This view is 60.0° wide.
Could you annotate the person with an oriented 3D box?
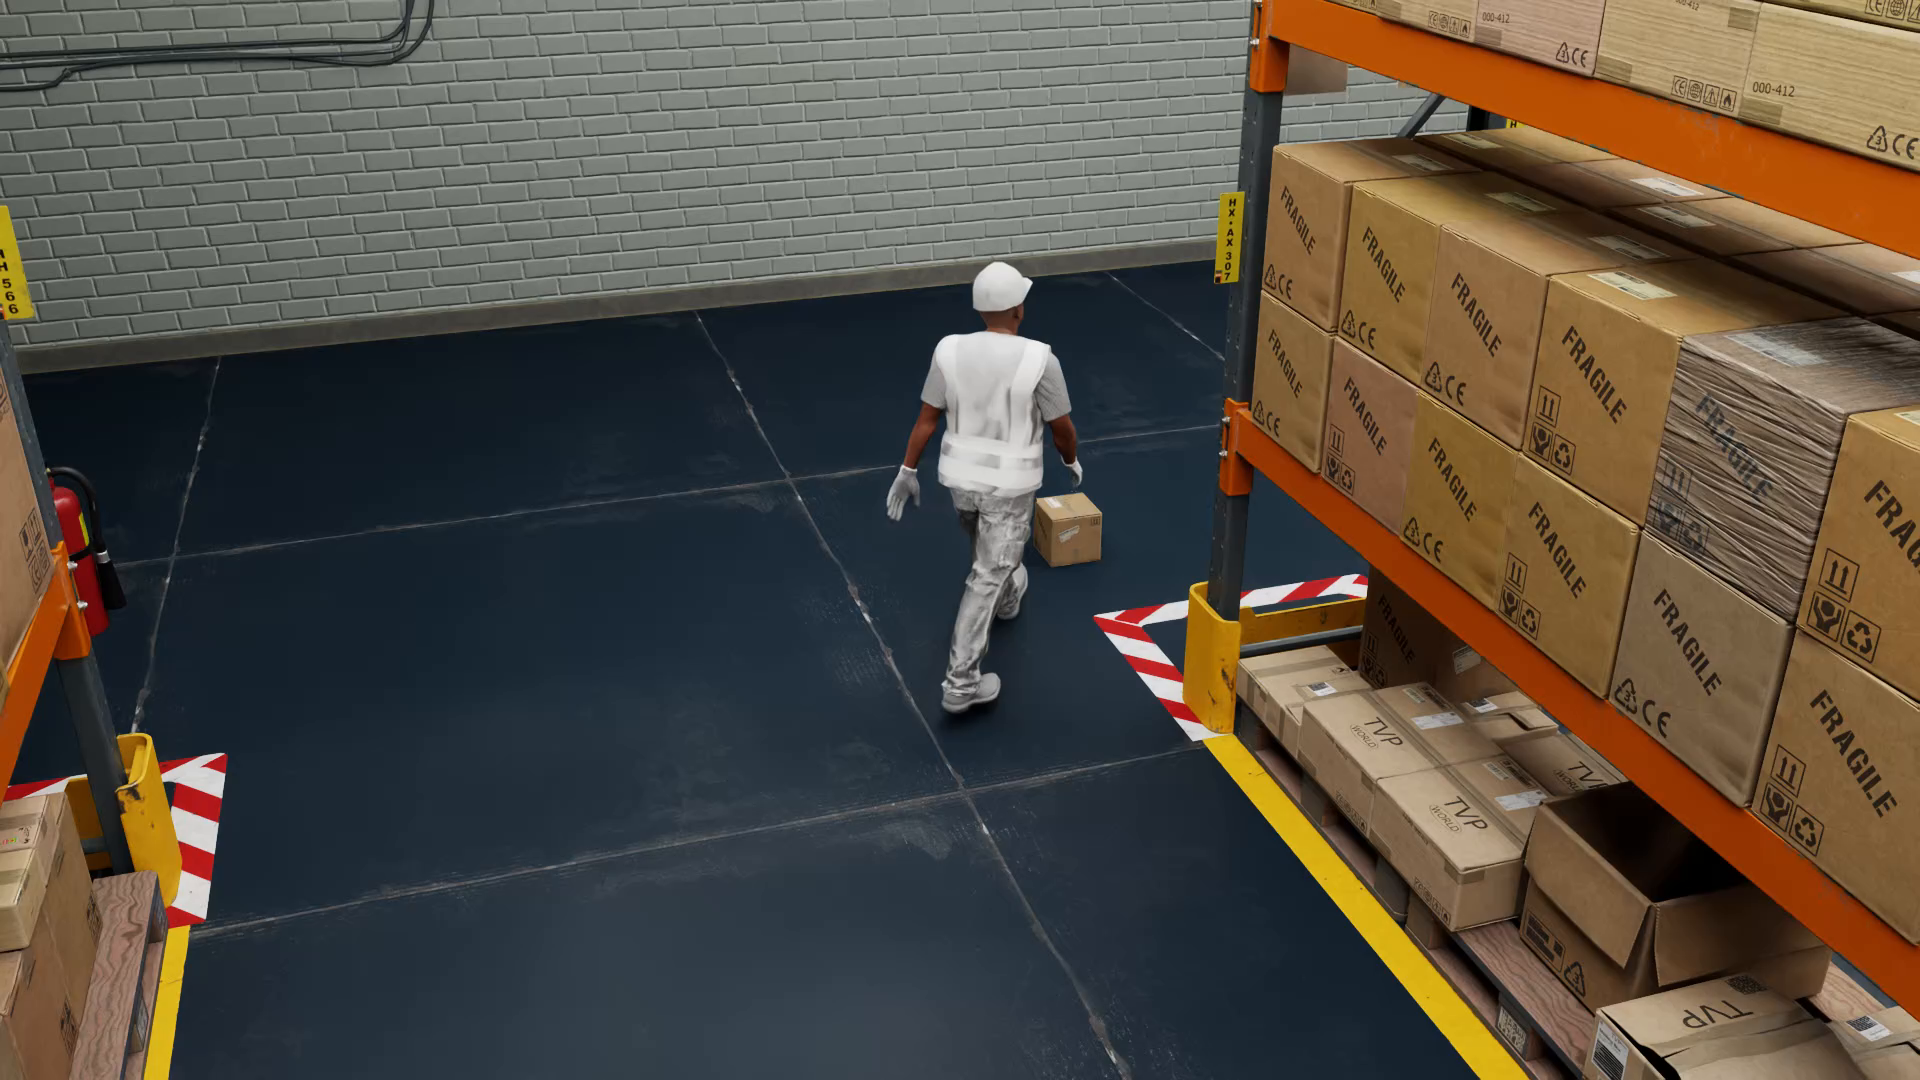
[{"bbox_3d":[0.127,-0.273,6.716,0.660,1.708,1.151,12,29,24],"label":"person"}]
